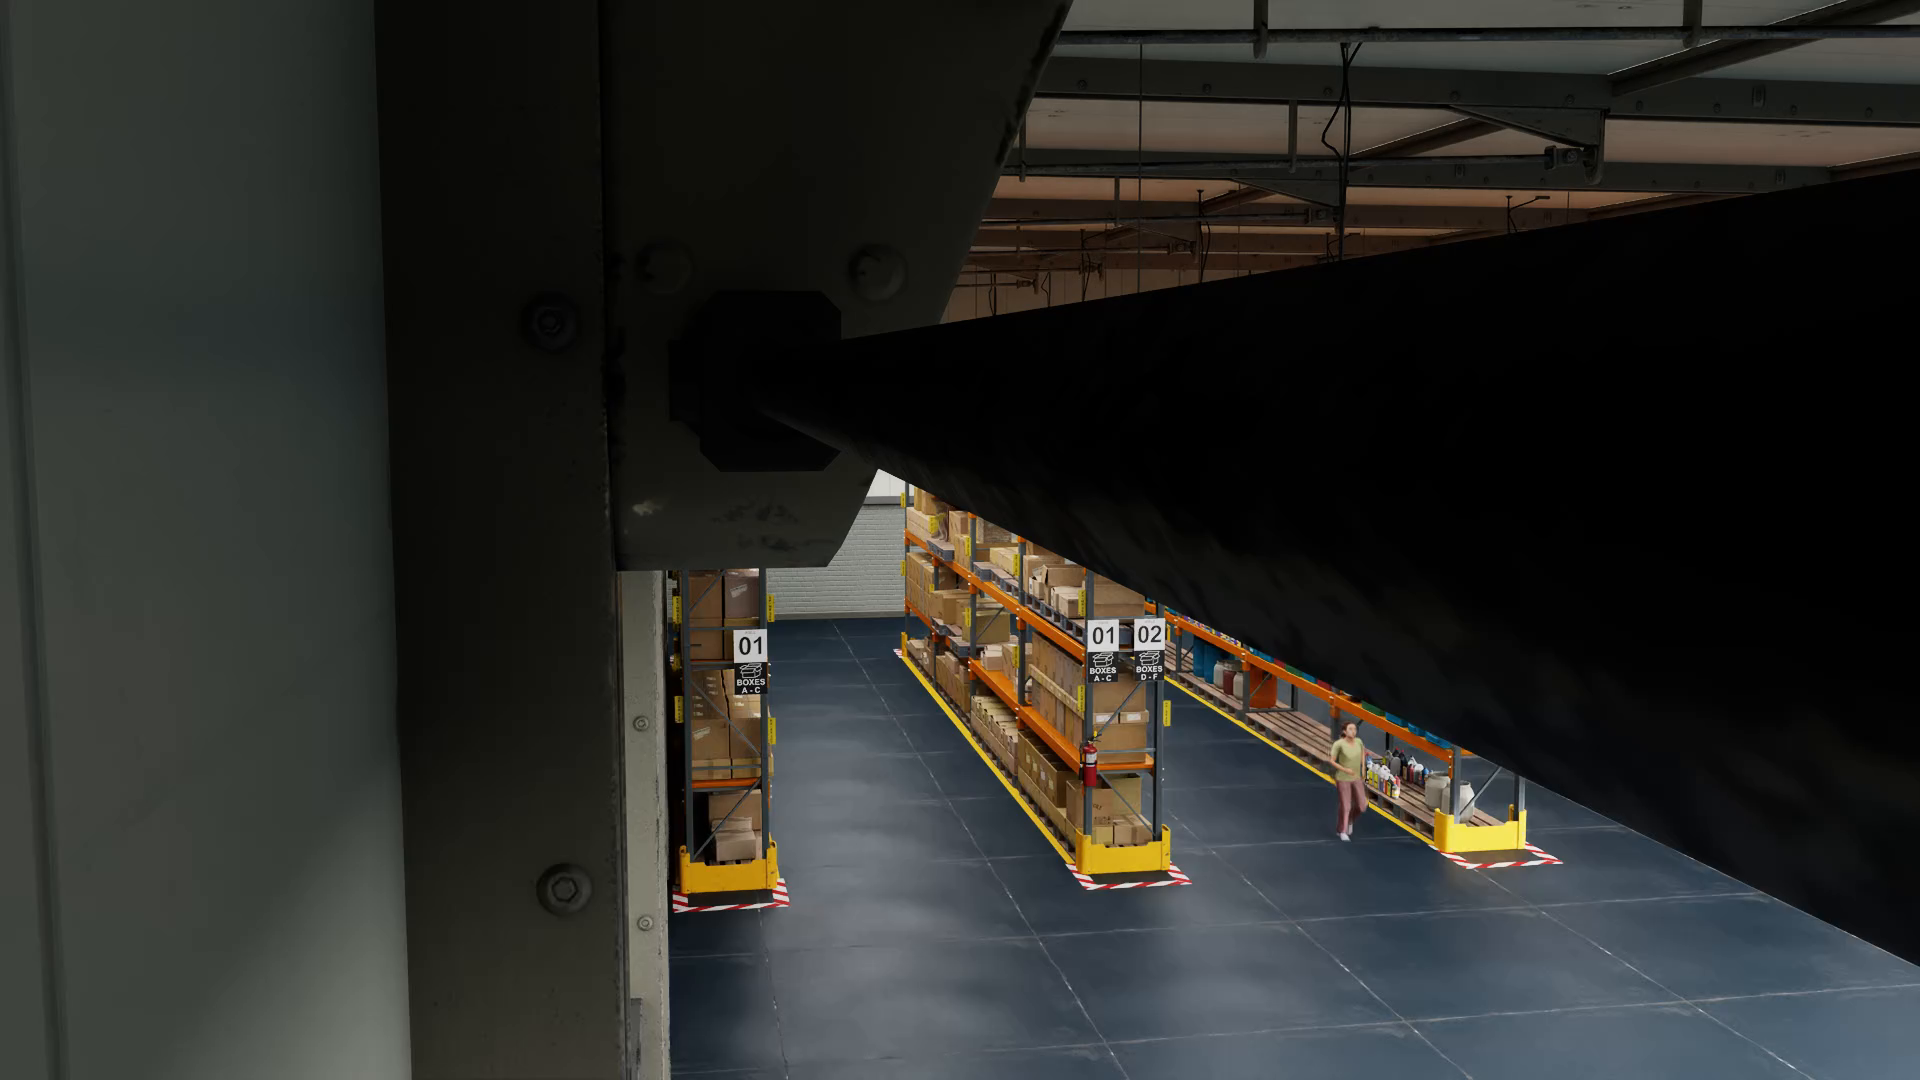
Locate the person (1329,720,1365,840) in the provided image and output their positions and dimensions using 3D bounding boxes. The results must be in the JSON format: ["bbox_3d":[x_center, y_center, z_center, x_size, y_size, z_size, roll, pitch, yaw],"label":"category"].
[{"bbox_3d":[5.223,3.214,22.218,0.602,1.639,0.544,-2,6,-17],"label":"person"}]
